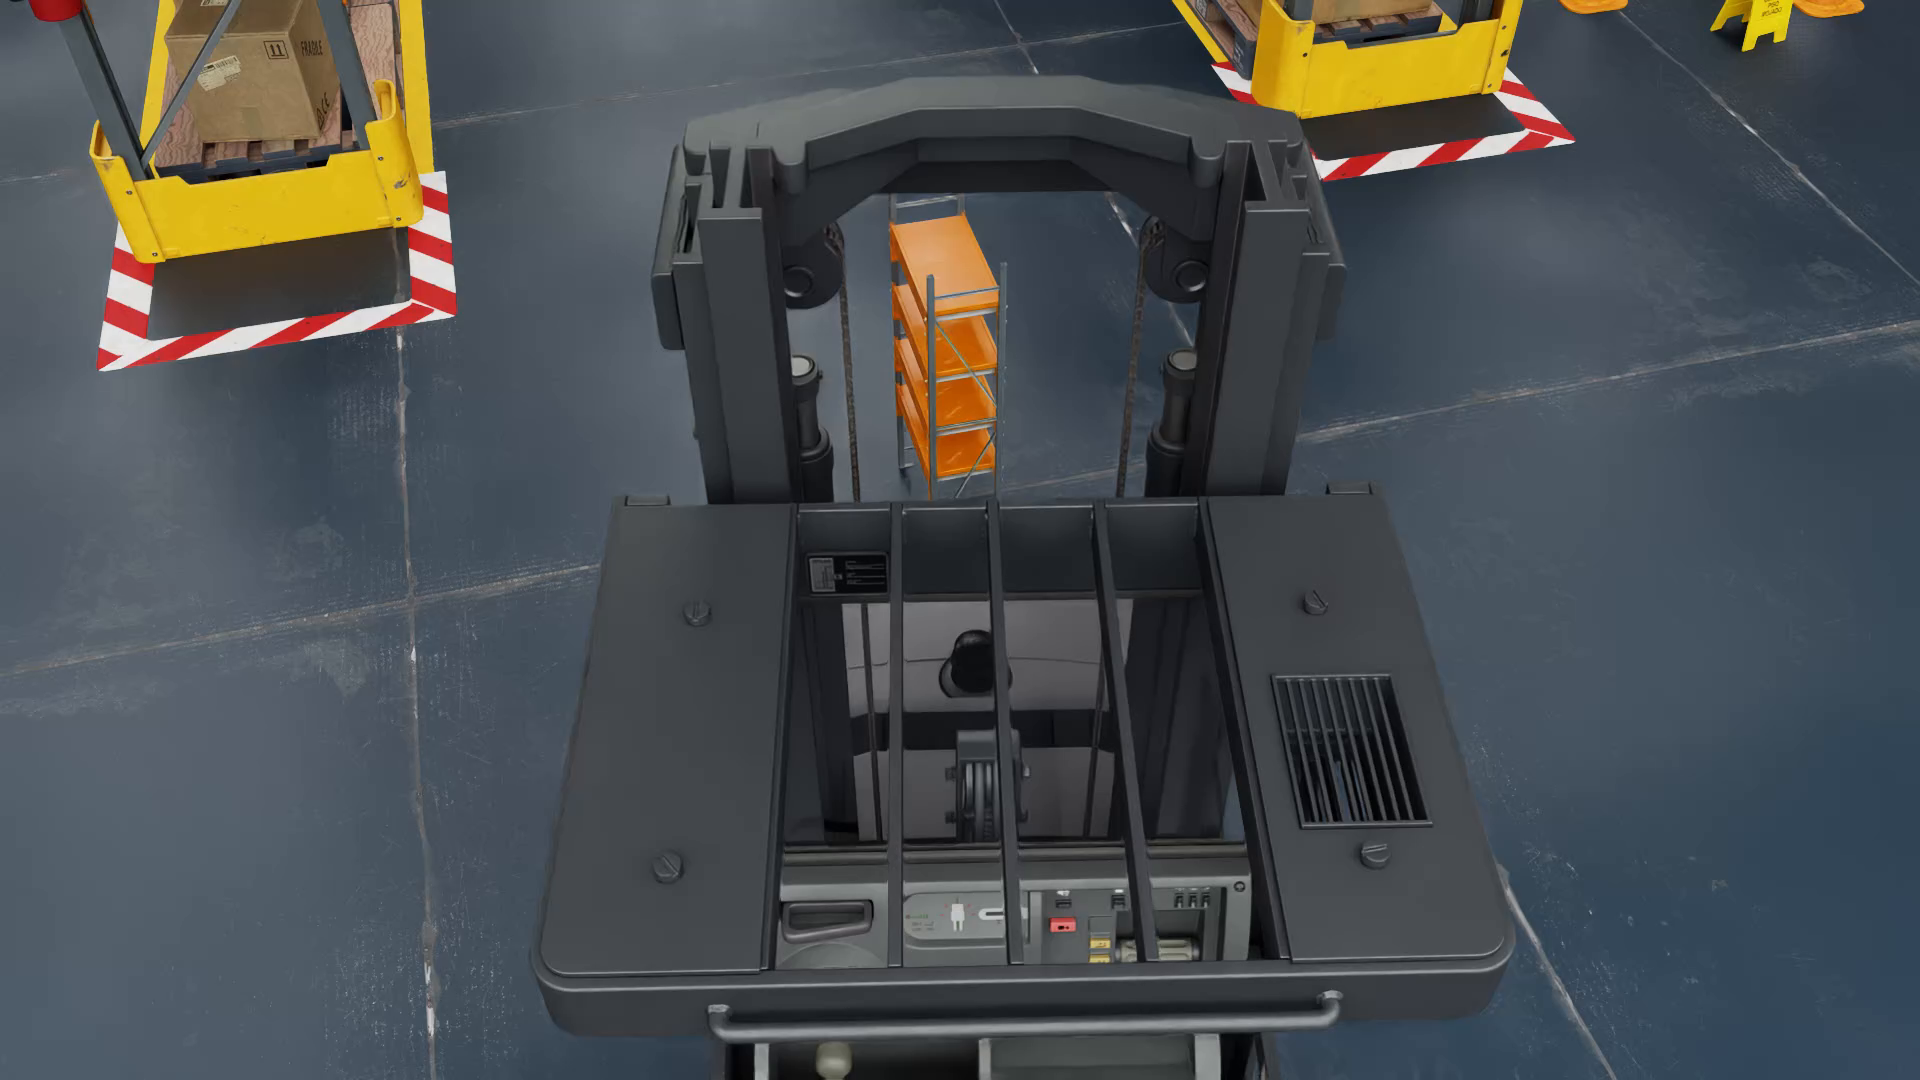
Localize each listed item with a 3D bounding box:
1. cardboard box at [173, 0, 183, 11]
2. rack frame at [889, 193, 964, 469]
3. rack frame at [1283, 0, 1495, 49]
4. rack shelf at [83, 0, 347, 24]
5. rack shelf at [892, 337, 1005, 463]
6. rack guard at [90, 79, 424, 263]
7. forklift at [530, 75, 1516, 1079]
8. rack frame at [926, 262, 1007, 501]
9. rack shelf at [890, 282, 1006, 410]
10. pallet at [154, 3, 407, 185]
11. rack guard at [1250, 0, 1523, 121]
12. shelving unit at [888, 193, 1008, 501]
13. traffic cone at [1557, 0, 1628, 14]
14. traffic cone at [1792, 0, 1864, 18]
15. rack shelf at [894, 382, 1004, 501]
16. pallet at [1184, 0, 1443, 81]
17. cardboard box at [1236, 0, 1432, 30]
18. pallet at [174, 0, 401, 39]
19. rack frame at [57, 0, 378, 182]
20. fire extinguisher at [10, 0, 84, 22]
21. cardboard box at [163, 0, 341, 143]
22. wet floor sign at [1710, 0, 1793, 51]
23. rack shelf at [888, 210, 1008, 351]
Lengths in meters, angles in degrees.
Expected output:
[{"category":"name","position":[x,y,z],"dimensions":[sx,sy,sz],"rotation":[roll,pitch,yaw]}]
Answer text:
[{"category":"cardboard box","position":[-3.198,-2.468,7.524],"dimensions":[0.500,0.500,0.500],"rotation":[0,46,0]},{"category":"rack frame","position":[-0.105,-0.703,5.599],"dimensions":[0.240,1.200,0.015],"rotation":[-11,47,-10]},{"category":"rack frame","position":[1.952,-3.192,6.778],"dimensions":[1.000,3.000,0.127],"rotation":[-11,47,-10]},{"category":"rack shelf","position":[-3.380,-3.484,7.568],"dimensions":[1.077,0.370,4.000],"rotation":[-11,47,-10]},{"category":"rack shelf","position":[-0.042,-0.487,5.482],"dimensions":[0.258,0.148,0.480],"rotation":[-11,47,-10]},{"category":"rack guard","position":[-2.888,-1.532,6.902],"dimensions":[1.175,0.500,0.348],"rotation":[-11,47,-10]},{"category":"forklift","position":[0.063,0.864,2.851],"dimensions":[1.130,2.935,3.031],"rotation":[-1,46,-1]},{"category":"rack frame","position":[0.020,-0.366,5.268],"dimensions":[0.240,1.200,0.015],"rotation":[-11,47,-10]},{"category":"rack shelf","position":[-0.042,-0.644,5.322],"dimensions":[0.258,0.148,0.480],"rotation":[-11,47,-10]},{"category":"pallet","position":[-3.062,-1.999,7.561],"dimensions":[1.003,0.211,1.213],"rotation":[-11,47,-10]},{"category":"rack guard","position":[1.958,-2.300,7.654],"dimensions":[1.175,0.500,0.348],"rotation":[-11,47,-10]},{"category":"shelving unit","position":[-0.042,-0.534,5.433],"dimensions":[0.258,1.200,0.503],"rotation":[-11,47,-10]},{"category":"traffic cone","position":[3.189,-2.930,8.298],"dimensions":[0.336,0.463,0.334],"rotation":[-11,47,-10]},{"category":"traffic cone","position":[4.368,-2.902,8.270],"dimensions":[0.336,0.463,0.334],"rotation":[-11,47,-10]},{"category":"rack shelf","position":[-0.042,-0.348,5.623],"dimensions":[0.258,0.148,0.480],"rotation":[-11,47,-10]},{"category":"pallet","position":[1.672,-2.754,8.301],"dimensions":[1.003,0.211,1.213],"rotation":[-11,47,-10]},{"category":"cardboard box","position":[1.715,-3.051,7.834],"dimensions":[0.875,0.875,0.875],"rotation":[-10,47,-10]},{"category":"pallet","position":[-3.370,-2.839,8.385],"dimensions":[1.003,0.211,1.213],"rotation":[-11,47,-10]},{"category":"rack frame","position":[-2.868,-2.355,5.958],"dimensions":[1.000,3.000,0.127],"rotation":[-11,47,-10]},{"category":"fire extinguisher","position":[-3.284,-2.165,5.825],"dimensions":[0.296,0.674,0.183],"rotation":[-11,47,-10]},{"category":"cardboard box","position":[-3.012,-2.061,7.126],"dimensions":[0.500,0.500,0.500],"rotation":[-3,46,-3]},{"category":"wet floor sign","position":[3.874,-2.710,7.954],"dimensions":[0.267,0.644,0.232],"rotation":[-18,48,-17]},{"category":"rack shelf","position":[-0.042,-0.809,5.153],"dimensions":[0.258,0.148,0.480],"rotation":[-11,47,-10]}]
